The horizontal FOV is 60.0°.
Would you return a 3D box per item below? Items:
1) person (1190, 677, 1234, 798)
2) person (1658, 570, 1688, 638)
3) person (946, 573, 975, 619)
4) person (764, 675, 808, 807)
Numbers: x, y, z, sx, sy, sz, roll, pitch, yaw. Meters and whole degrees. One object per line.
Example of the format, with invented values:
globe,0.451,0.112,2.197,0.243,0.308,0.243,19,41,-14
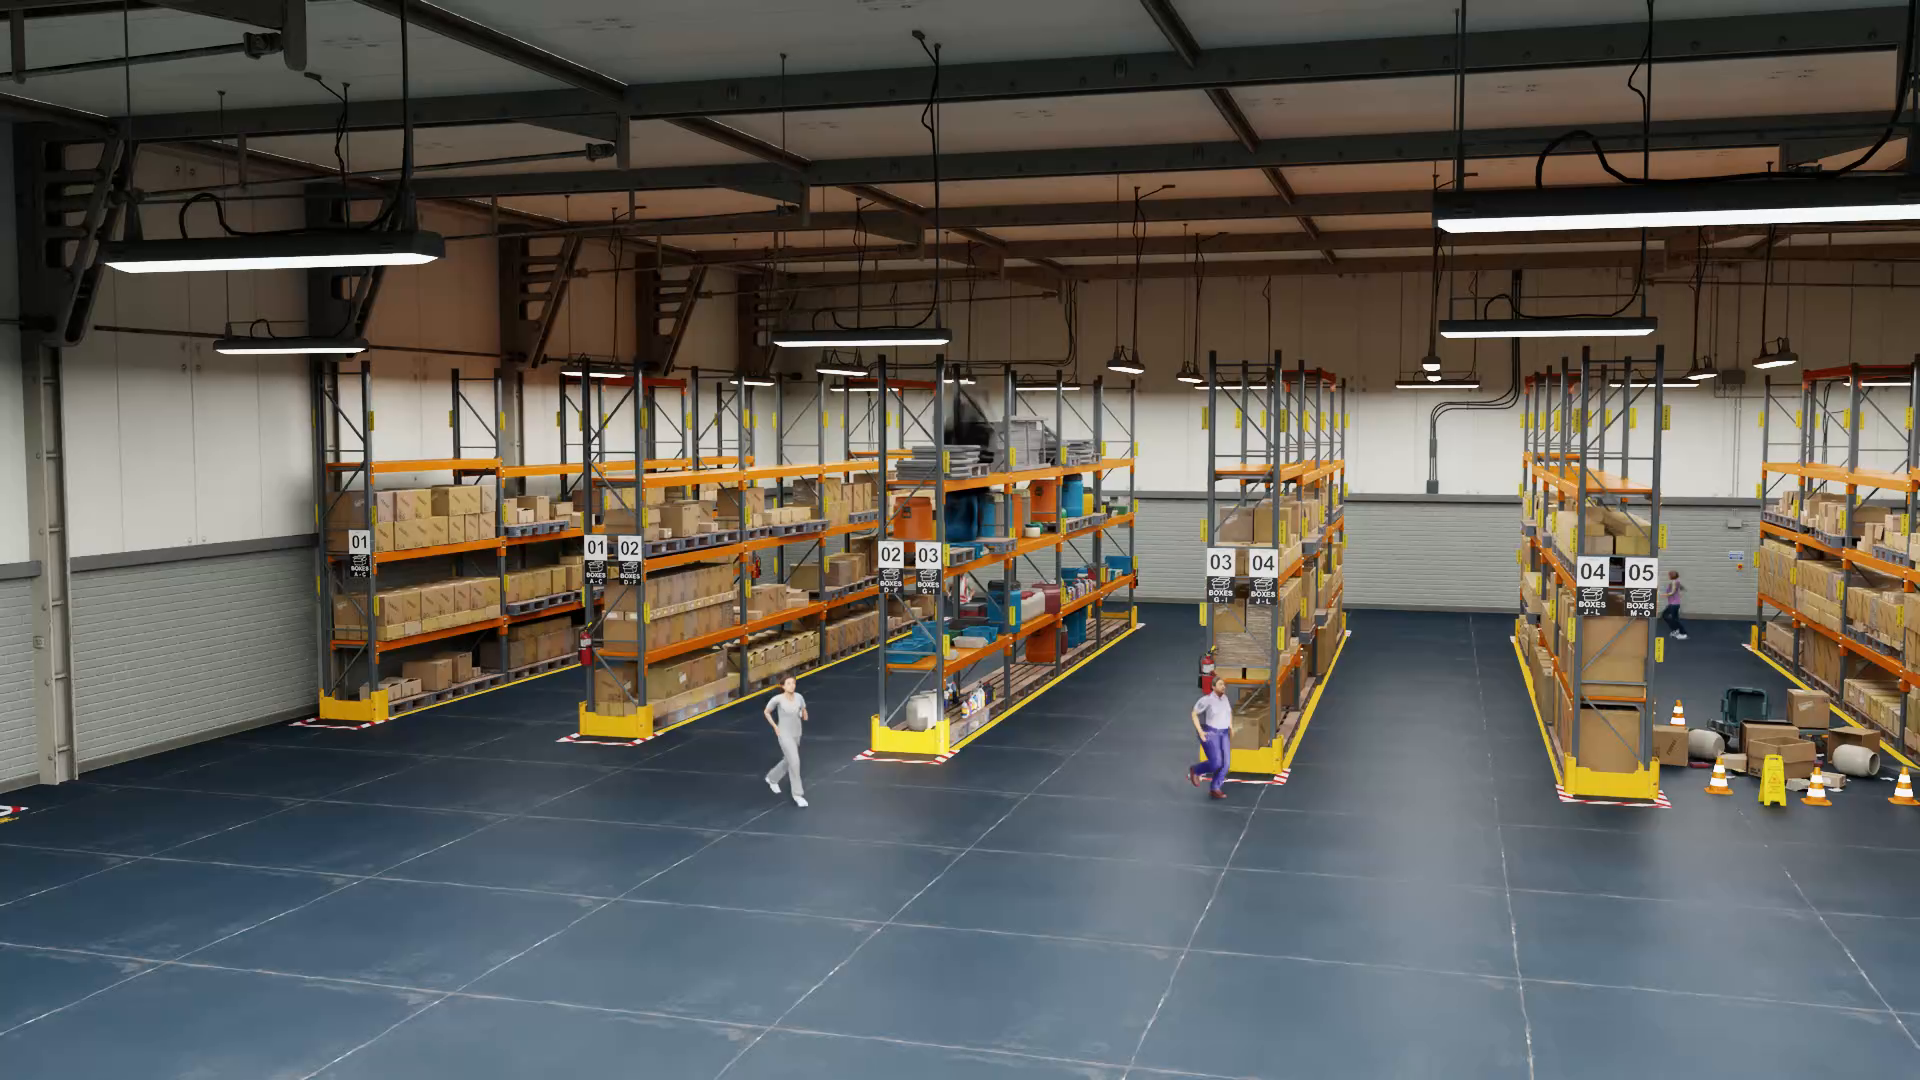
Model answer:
person,3.399,2.627,22.267,0.640,1.583,0.568,-3,5,-36
person,16.379,1.493,38.187,0.658,1.570,0.534,2,4,23
person,-0.004,1.448,37.565,0.651,1.739,0.612,1,4,8
person,-2.258,2.601,21.907,0.554,1.688,0.897,-4,6,-43
